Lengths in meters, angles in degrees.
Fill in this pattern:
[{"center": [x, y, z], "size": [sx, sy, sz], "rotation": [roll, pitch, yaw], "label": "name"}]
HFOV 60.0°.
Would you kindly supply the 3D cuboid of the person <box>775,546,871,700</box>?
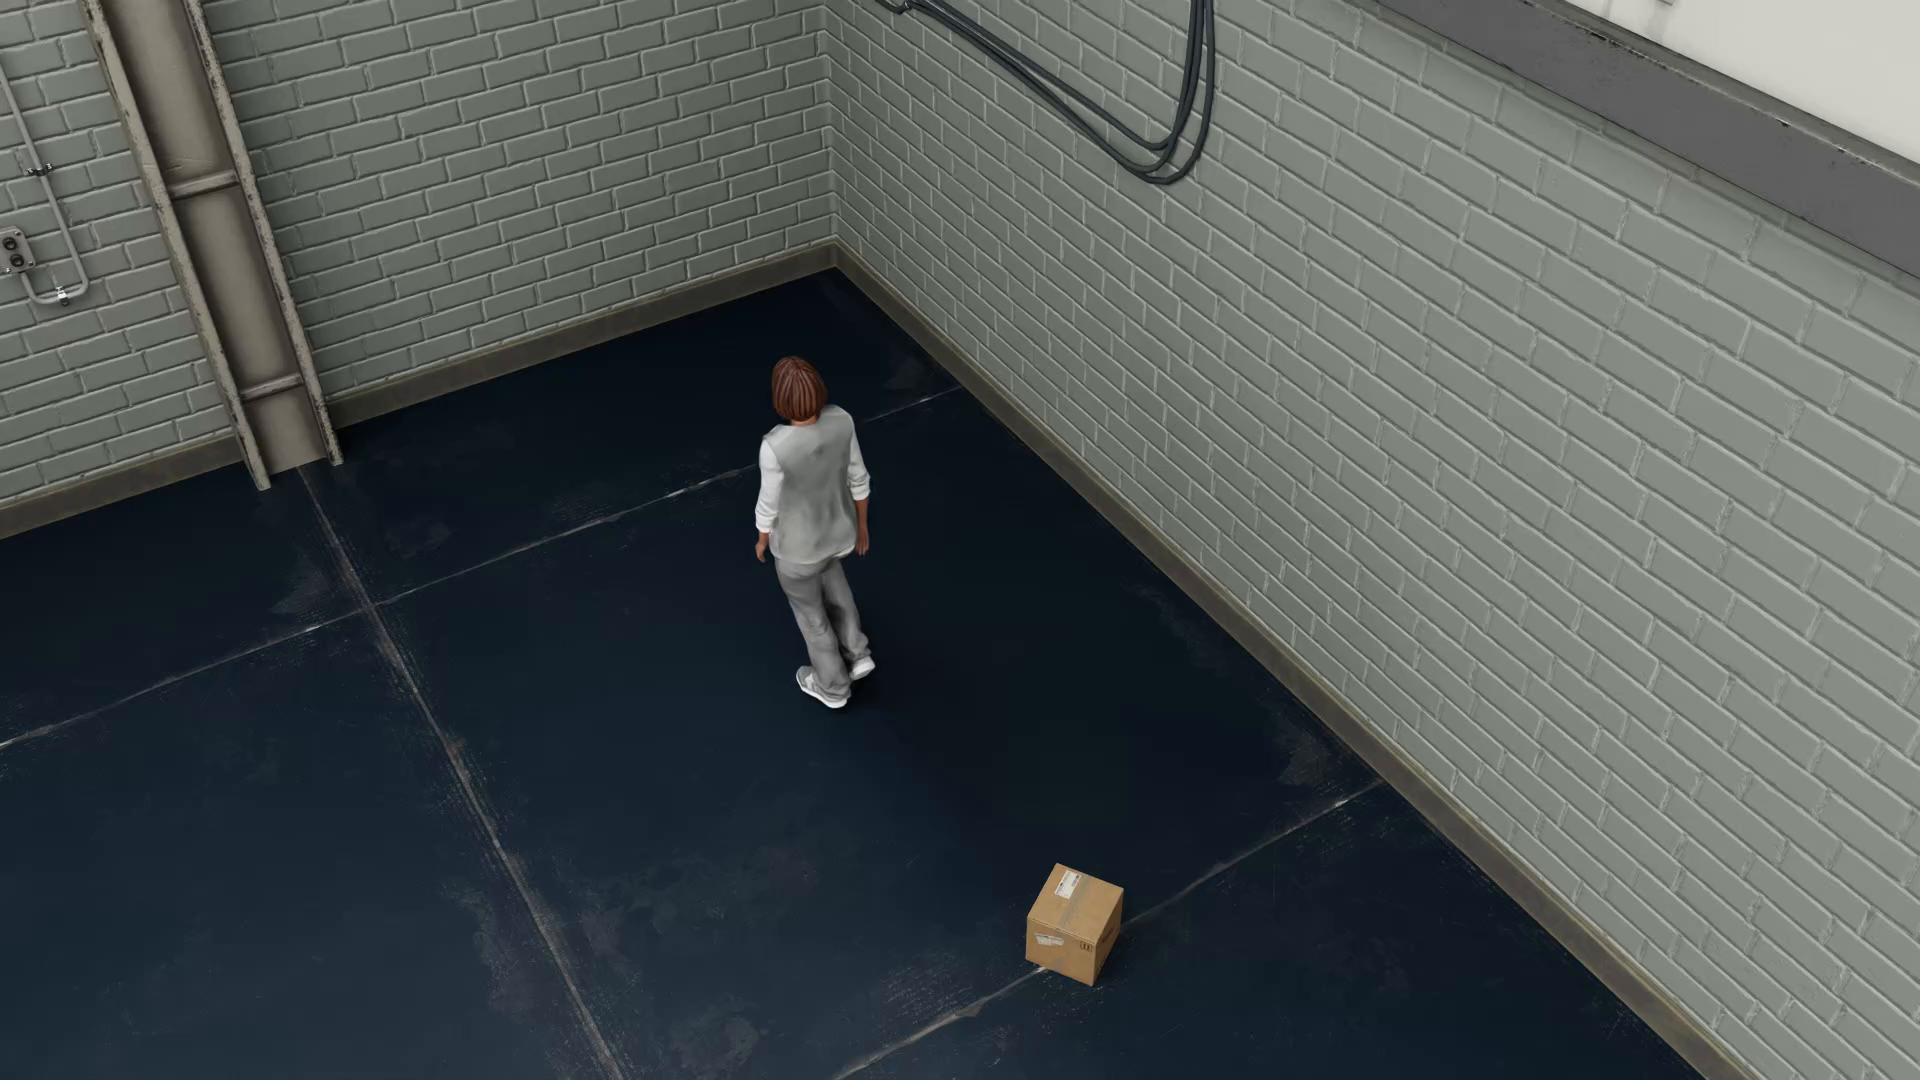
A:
[{"center": [-0.545, 0.206, 6.355], "size": [0.362, 0.842, 0.386], "rotation": [-28, 48, -28], "label": "person"}]
